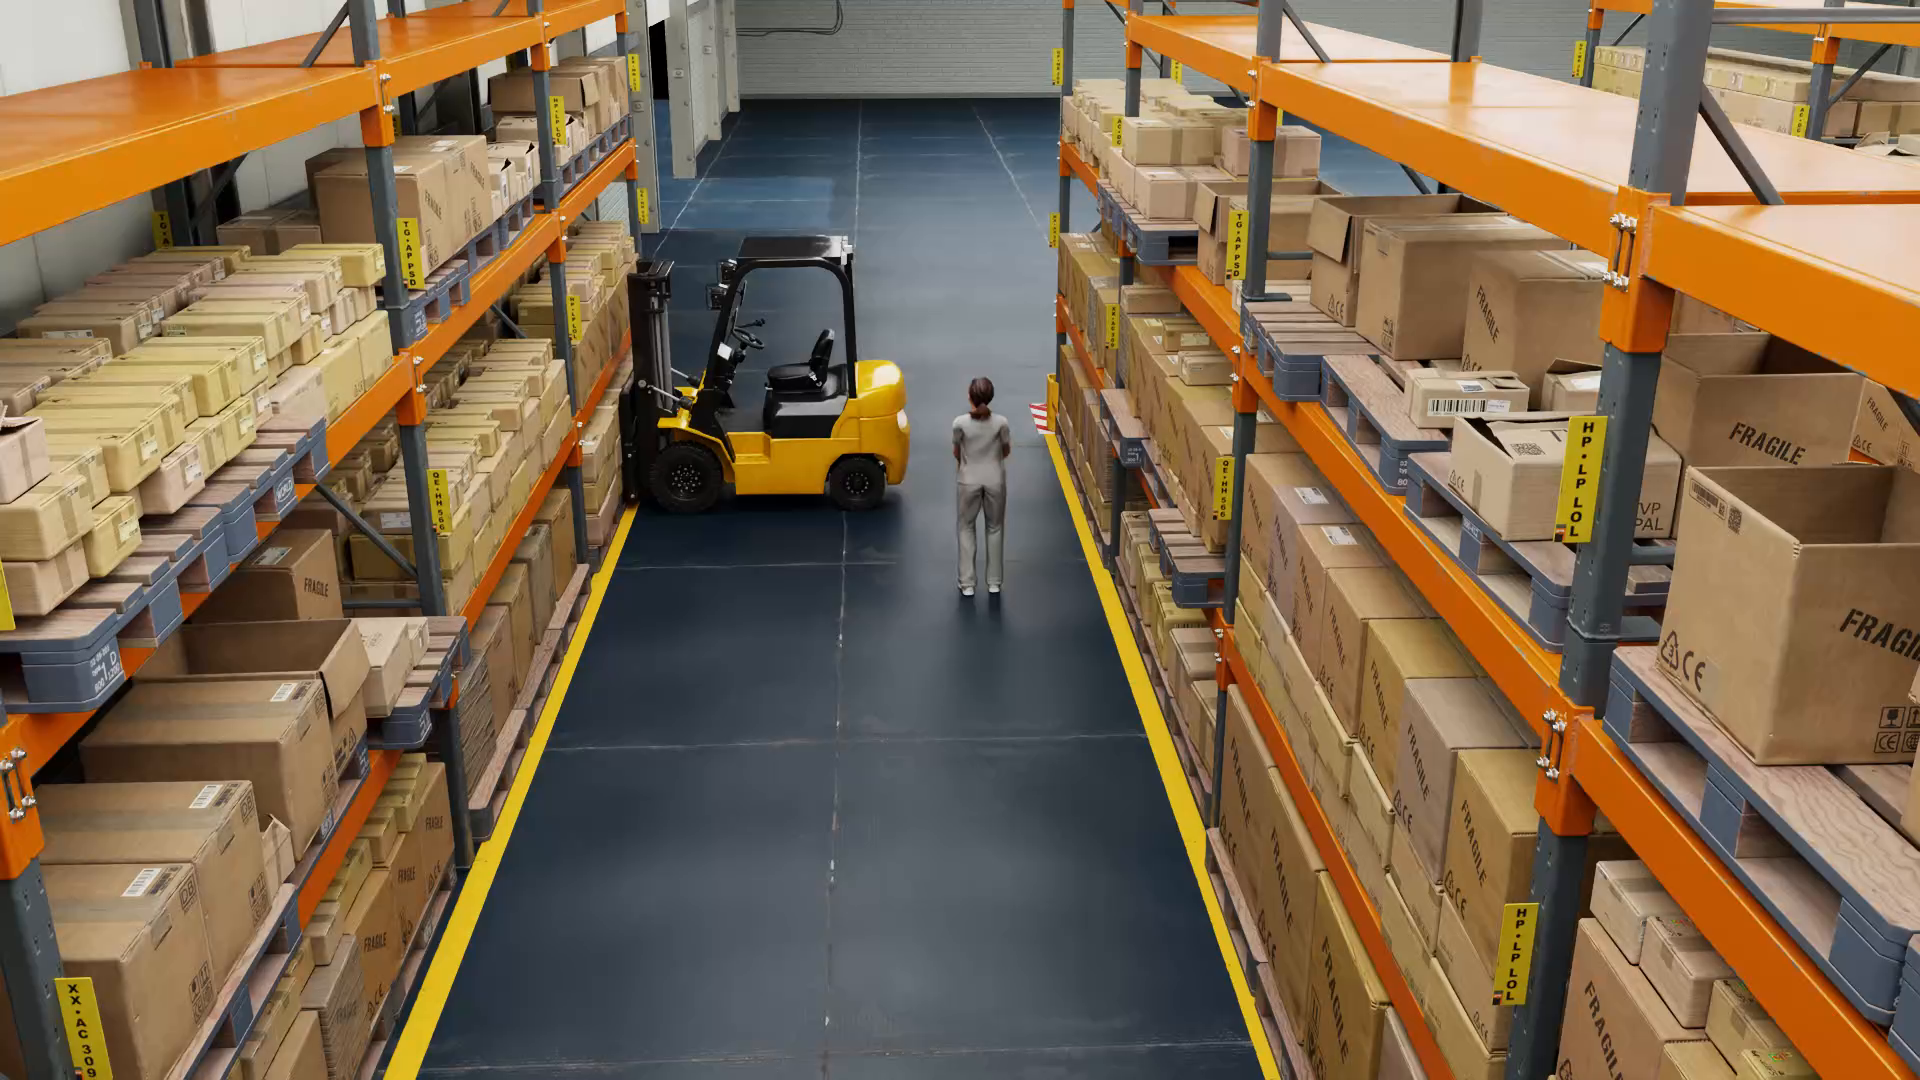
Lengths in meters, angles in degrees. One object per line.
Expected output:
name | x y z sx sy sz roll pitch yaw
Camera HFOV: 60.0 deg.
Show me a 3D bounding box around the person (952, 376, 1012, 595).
person | 0.154 -0.418 12.218 0.437 1.665 0.549 -1 20 -2
